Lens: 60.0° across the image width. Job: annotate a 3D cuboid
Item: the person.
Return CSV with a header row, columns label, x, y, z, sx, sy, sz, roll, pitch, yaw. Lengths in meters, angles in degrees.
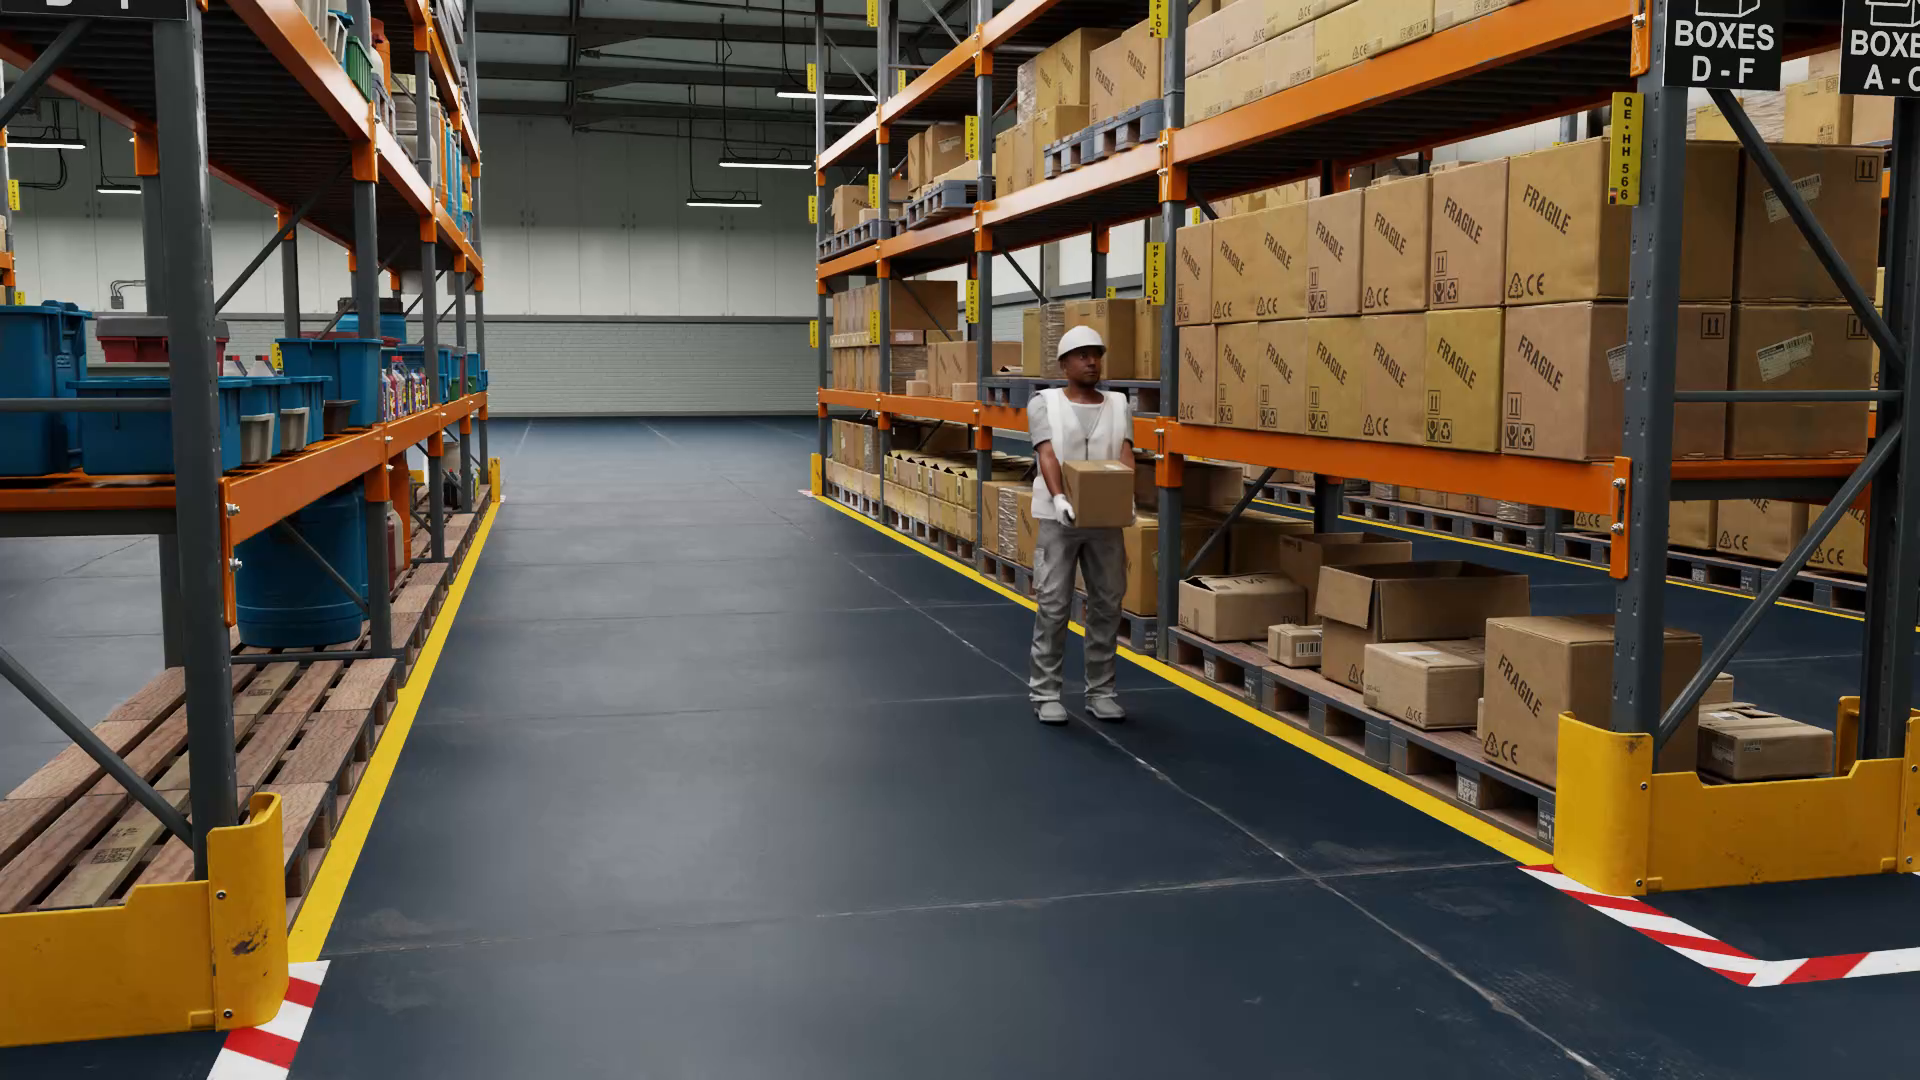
label,x,y,z,sx,sy,sz,roll,pitch,yaw
person,0.572,-0.066,7.443,0.488,1.778,0.573,-1,6,-13
